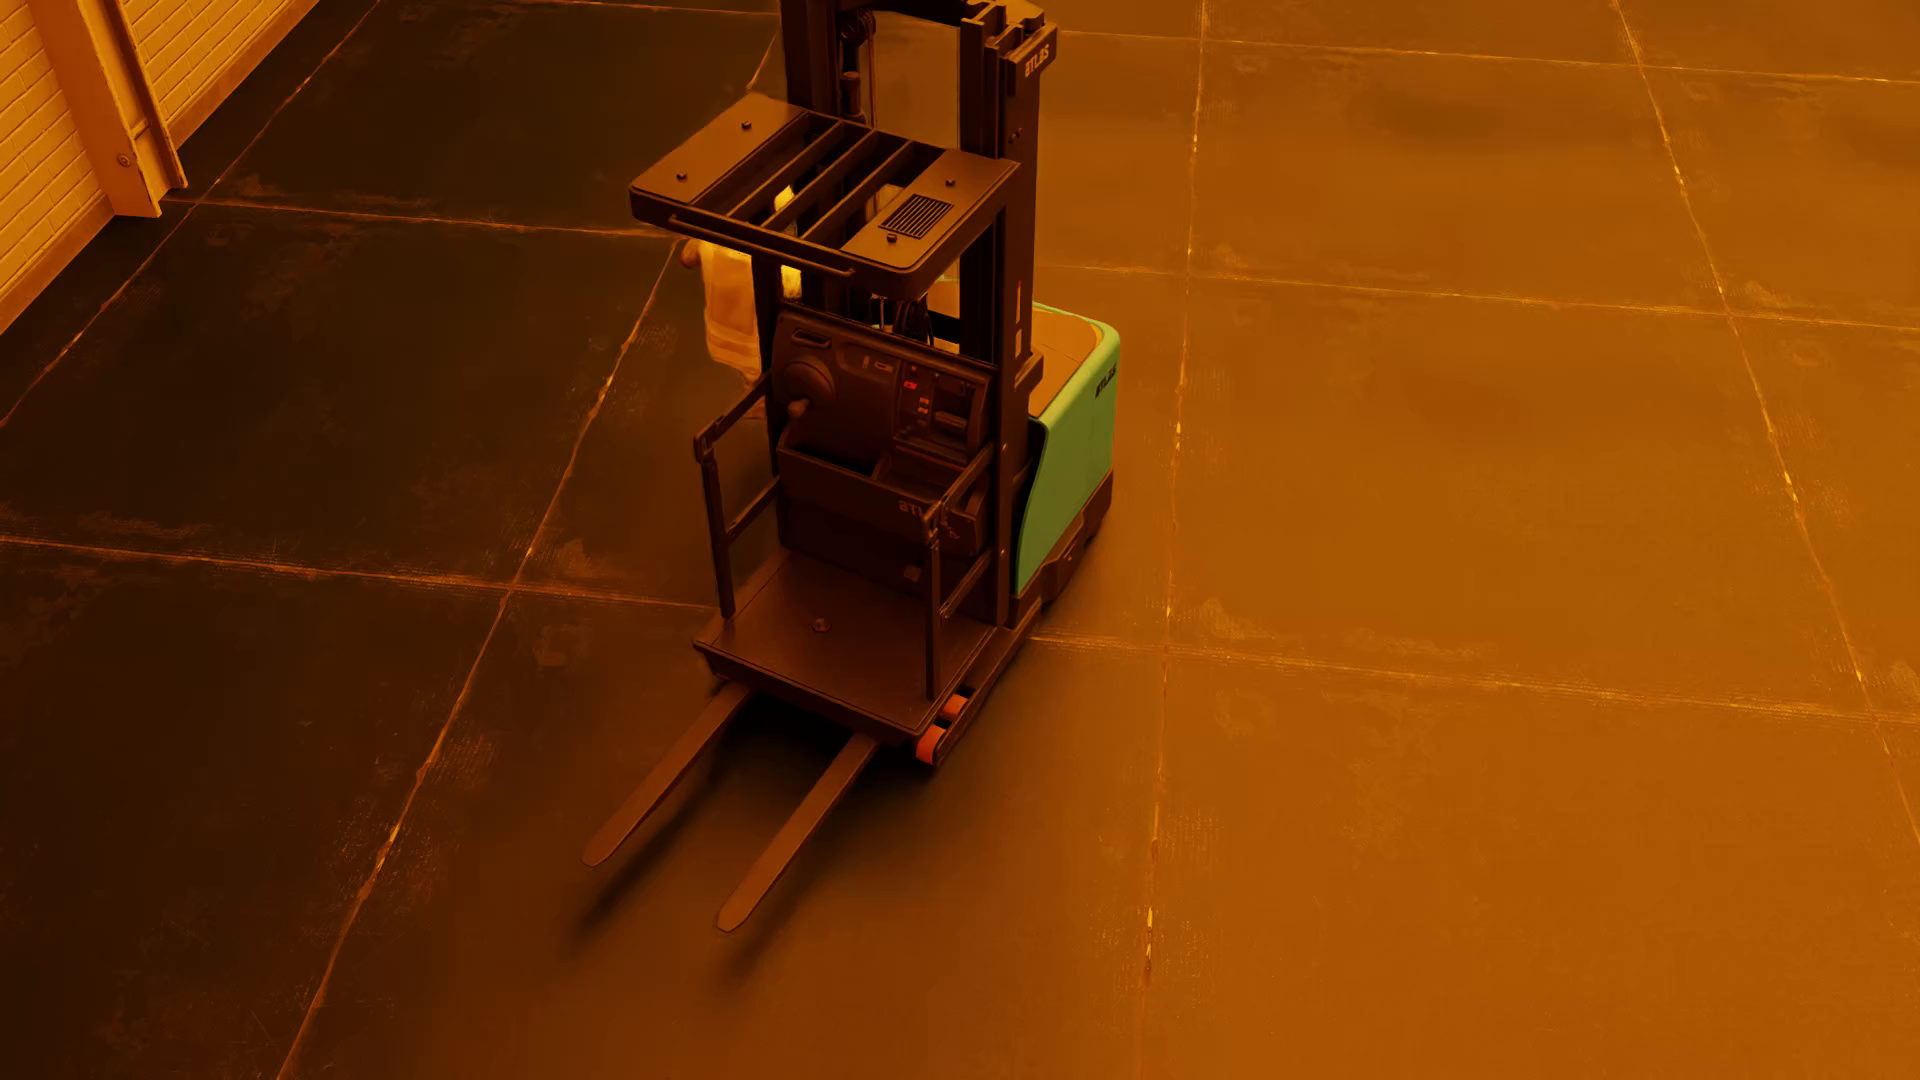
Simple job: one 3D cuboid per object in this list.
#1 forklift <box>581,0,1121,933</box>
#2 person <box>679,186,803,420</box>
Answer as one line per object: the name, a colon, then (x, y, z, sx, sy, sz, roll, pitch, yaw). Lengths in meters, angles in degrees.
forklift: (-0.417, -0.502, 6.271, 1.130, 2.935, 3.031, 20, 46, 20)
person: (-0.853, -1.107, 7.932, 0.921, 1.576, 0.796, 17, 45, 18)
